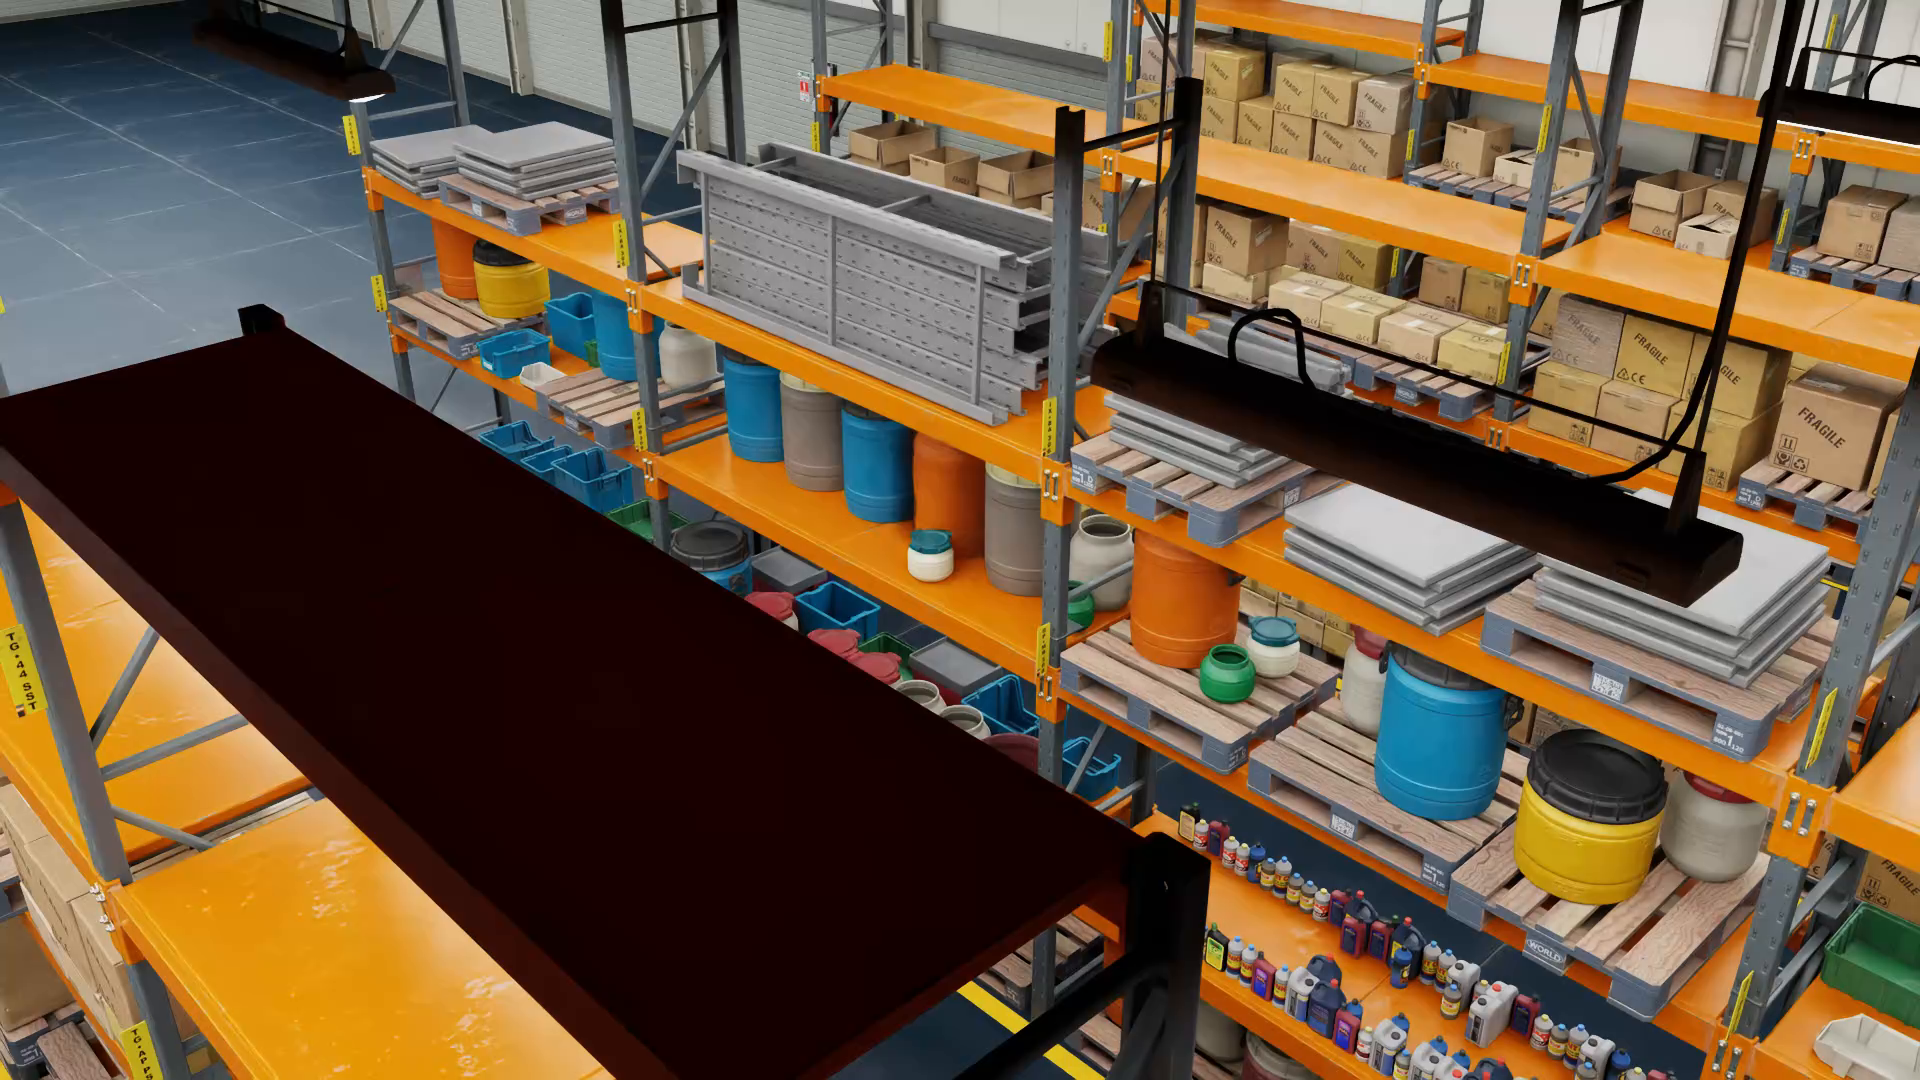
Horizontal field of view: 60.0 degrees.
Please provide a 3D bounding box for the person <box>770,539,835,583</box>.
[{"bbox_3d":[-1.614,-0.223,15.547,0.932,1.594,0.501,12,31,22],"label":"person"}]
